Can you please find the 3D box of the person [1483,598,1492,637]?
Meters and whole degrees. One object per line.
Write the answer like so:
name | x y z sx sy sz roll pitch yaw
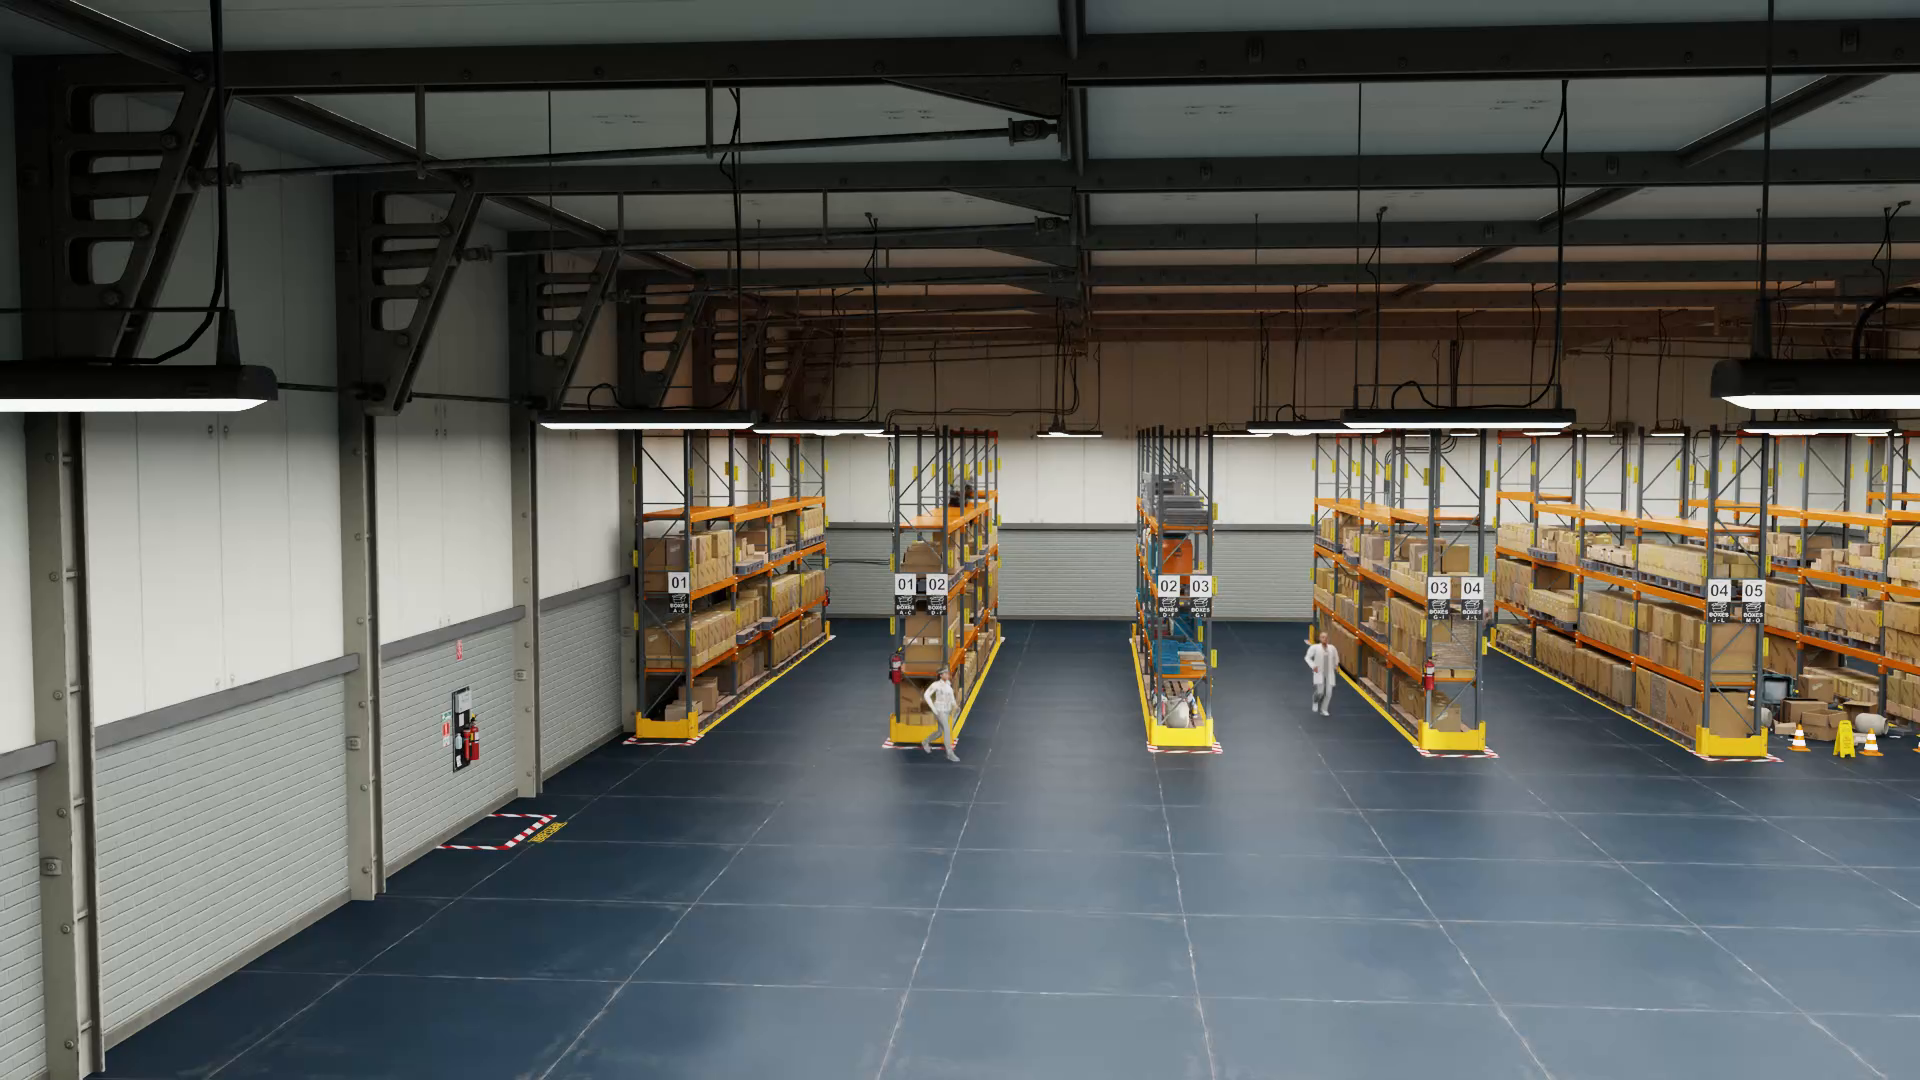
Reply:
person | 13.327 2.289 42.755 0.647 1.702 0.822 0 3 -3

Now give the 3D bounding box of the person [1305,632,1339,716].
person | 7.547 2.820 34.505 0.708 1.646 0.660 0 3 -5

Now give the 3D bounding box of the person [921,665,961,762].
person | -0.340 3.085 29.840 0.907 1.697 0.636 2 4 33
